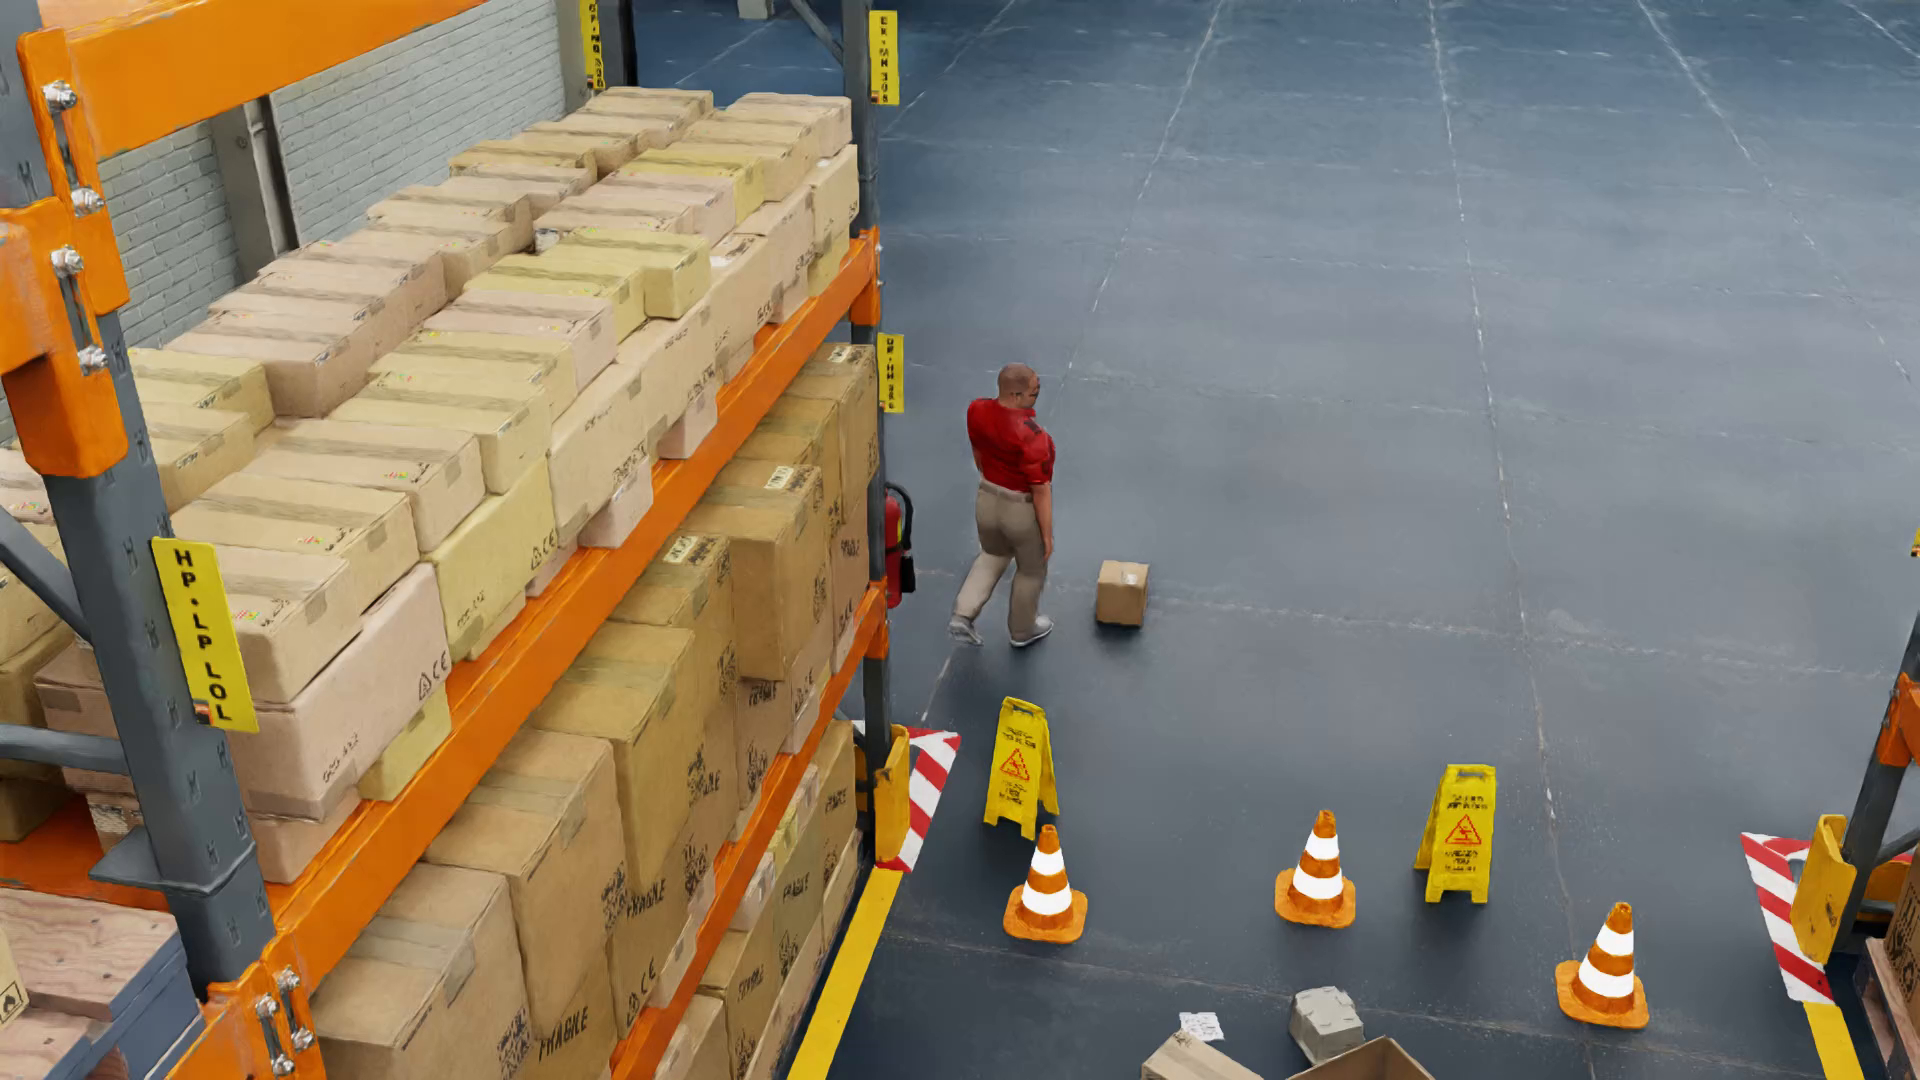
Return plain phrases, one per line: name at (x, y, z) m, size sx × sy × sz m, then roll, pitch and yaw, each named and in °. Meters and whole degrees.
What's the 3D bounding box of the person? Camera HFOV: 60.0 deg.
person at (0.286, -0.153, 8.453) m, size 0.562 × 1.707 × 0.707 m, roll 22°, pitch 35°, yaw 34°
